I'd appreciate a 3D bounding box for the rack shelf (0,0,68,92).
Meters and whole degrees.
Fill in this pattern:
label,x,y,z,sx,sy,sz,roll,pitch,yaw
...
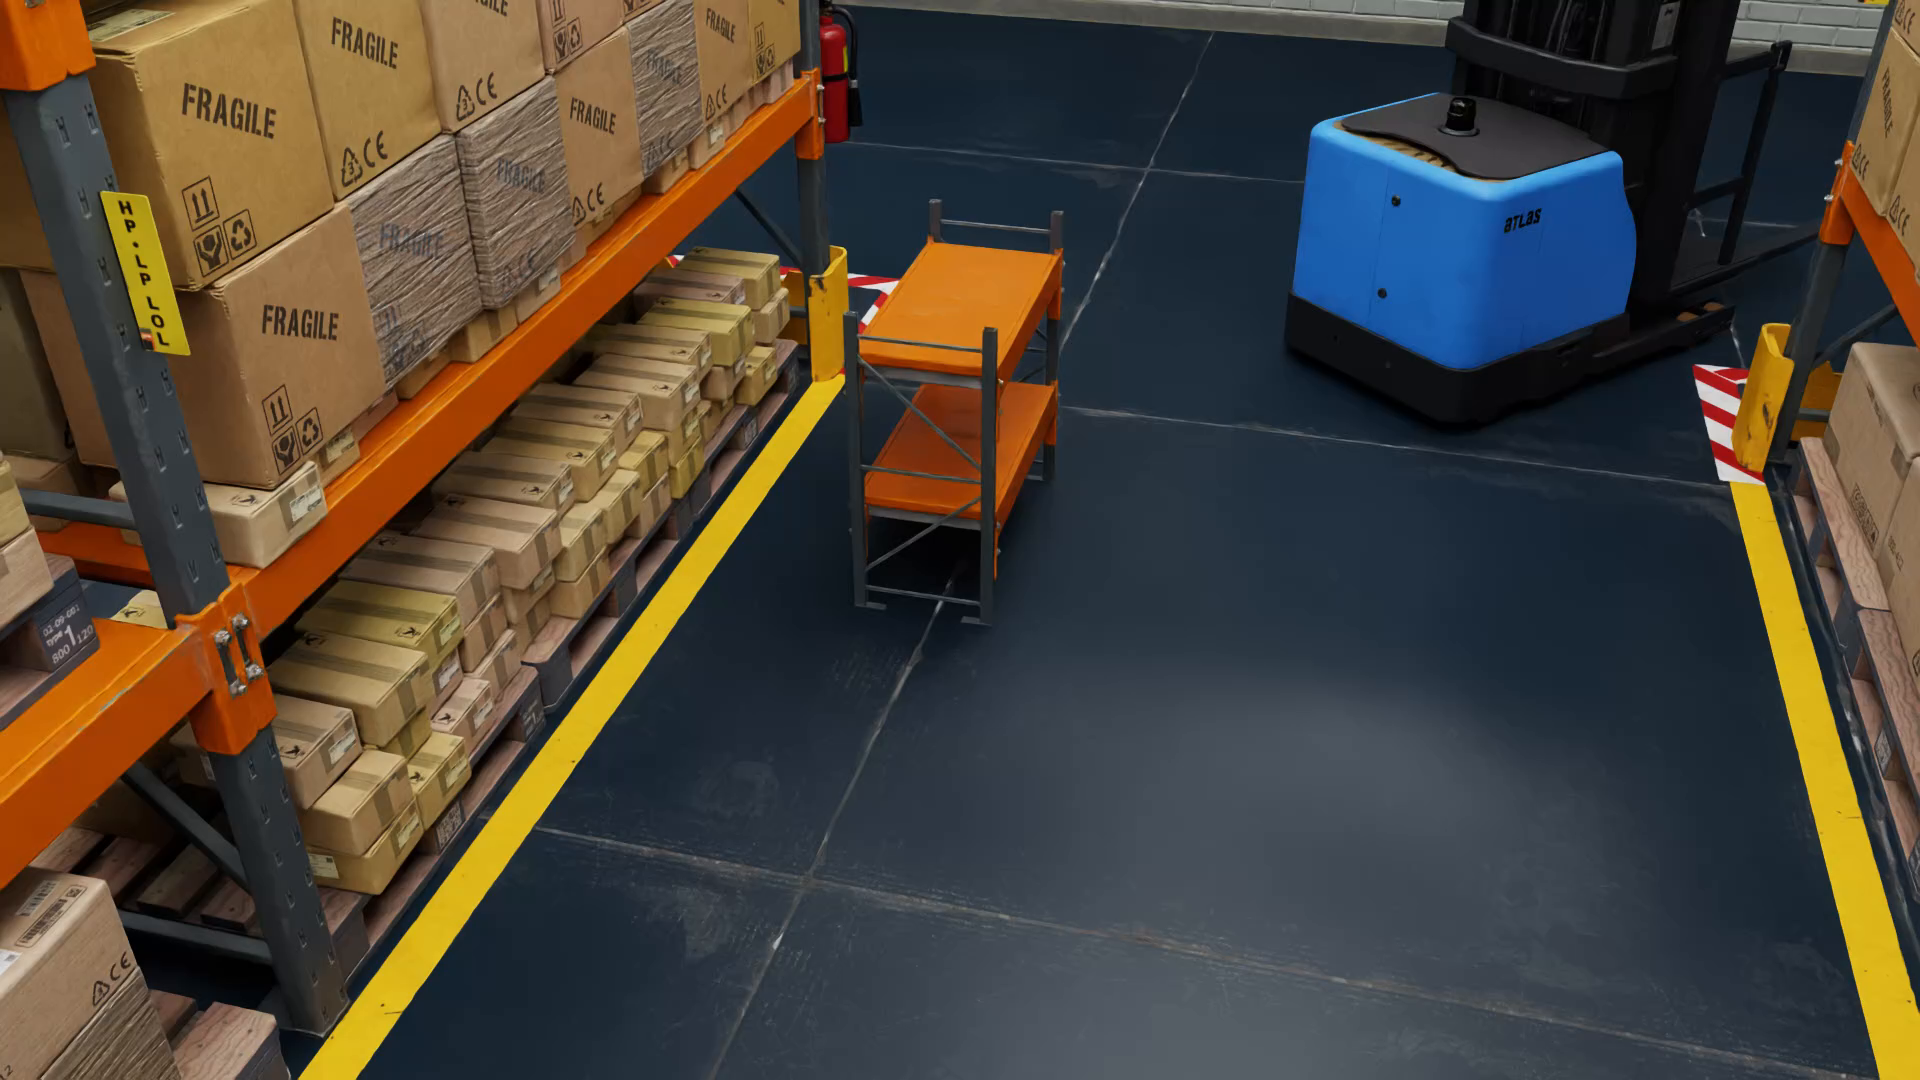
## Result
label,x,y,z,sx,sy,sz,roll,pitch,yaw
rack shelf,-2.596,-0.014,1.350,1.077,0.370,4.000,8,33,12

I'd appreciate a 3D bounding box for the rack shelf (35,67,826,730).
label,x,y,z,sx,sy,sz,roll,pitch,yaw
rack shelf,-1.580,-0.824,5.420,1.077,0.370,4.000,8,33,12

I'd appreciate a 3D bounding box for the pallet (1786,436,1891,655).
label,x,y,z,sx,sy,sz,roll,pitch,yaw
pallet,3.613,0.059,5.961,1.003,0.211,1.213,8,33,12

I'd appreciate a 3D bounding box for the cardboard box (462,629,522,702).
label,x,y,z,sx,sy,sz,roll,pitch,yaw
cardboard box,-1.588,0.379,5.124,0.380,0.149,0.250,7,33,11

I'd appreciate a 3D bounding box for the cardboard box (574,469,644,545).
label,x,y,z,sx,sy,sz,roll,pitch,yaw
cardboard box,-1.306,-0.135,5.654,0.380,0.149,0.250,8,33,13

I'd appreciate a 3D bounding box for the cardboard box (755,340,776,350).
label,x,y,z,sx,sy,sz,roll,pitch,yaw
cardboard box,-1.005,-0.838,7.038,0.380,0.149,0.250,9,33,13

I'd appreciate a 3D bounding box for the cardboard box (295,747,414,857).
label,x,y,z,sx,sy,sz,roll,pitch,yaw
cardboard box,-1.686,0.666,4.395,0.380,0.149,0.250,10,34,15

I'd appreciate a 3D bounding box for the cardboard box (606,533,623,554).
label,x,y,z,sx,sy,sz,roll,pitch,yaw
cardboard box,-1.402,-0.034,5.774,0.380,0.149,0.250,9,34,14

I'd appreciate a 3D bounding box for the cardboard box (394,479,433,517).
label,x,y,z,sx,sy,sz,roll,pitch,yaw
cardboard box,-1.990,-0.222,5.514,0.380,0.149,0.250,7,33,11

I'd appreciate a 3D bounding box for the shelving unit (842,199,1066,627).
label,x,y,z,sx,sy,sz,roll,pitch,yaw
shelving unit,0.002,-0.478,5.954,0.538,1.125,1.048,8,33,12

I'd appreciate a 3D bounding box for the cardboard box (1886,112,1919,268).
label,x,y,z,sx,sy,sz,roll,pitch,yaw
cardboard box,3.240,-1.110,5.106,0.500,0.500,0.500,8,33,12

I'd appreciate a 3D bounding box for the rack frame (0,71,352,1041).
label,x,y,z,sx,sy,sz,roll,pitch,yaw
rack frame,-2.088,-0.089,3.595,1.000,3.000,0.127,8,33,12

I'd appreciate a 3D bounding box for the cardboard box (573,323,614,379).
label,x,y,z,sx,sy,sz,roll,pitch,yaw
cardboard box,-1.555,-0.754,6.629,0.380,0.149,0.250,8,33,13

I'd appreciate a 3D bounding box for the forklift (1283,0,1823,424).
label,x,y,z,sx,sy,sz,roll,pitch,yaw
forklift,2.974,-2.327,7.178,3.031,2.935,1.130,-20,38,-28

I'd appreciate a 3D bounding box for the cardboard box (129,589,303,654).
label,x,y,z,sx,sy,sz,roll,pitch,yaw
cardboard box,-2.167,0.197,4.855,0.380,0.149,0.250,8,33,12

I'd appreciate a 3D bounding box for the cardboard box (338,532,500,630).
label,x,y,z,sx,sy,sz,roll,pitch,yaw
cardboard box,-1.612,0.124,4.971,0.380,0.149,0.250,7,33,11

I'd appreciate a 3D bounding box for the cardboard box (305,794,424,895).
label,x,y,z,sx,sy,sz,roll,pitch,yaw
cardboard box,-1.685,0.791,4.475,0.380,0.149,0.250,7,33,10

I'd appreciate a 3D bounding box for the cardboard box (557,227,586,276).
label,x,y,z,sx,sy,sz,roll,pitch,yaw
cardboard box,-1.389,-0.921,5.137,0.380,0.149,0.250,9,34,14

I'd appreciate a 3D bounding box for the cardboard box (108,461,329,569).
label,x,y,z,sx,sy,sz,roll,pitch,yaw
cardboard box,-1.700,-0.086,3.823,0.380,0.149,0.250,9,34,14

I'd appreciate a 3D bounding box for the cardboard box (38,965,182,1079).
label,x,y,z,sx,sy,sz,roll,pitch,yaw
cardboard box,-2.032,1.207,3.495,0.500,0.500,0.500,7,33,11

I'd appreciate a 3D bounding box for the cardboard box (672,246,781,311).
label,x,y,z,sx,sy,sz,roll,pitch,yaw
cardboard box,-0.962,-1.081,6.866,0.380,0.149,0.250,8,33,13

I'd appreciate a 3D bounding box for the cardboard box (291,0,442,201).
label,x,y,z,sx,sy,sz,roll,pitch,yaw
cardboard box,-1.621,-1.151,3.962,0.500,0.500,0.500,7,33,11

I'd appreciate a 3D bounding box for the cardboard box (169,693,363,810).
label,x,y,z,sx,sy,sz,roll,pitch,yaw
cardboard box,-1.800,0.535,4.324,0.380,0.149,0.250,9,34,14

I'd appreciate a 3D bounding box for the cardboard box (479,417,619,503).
label,x,y,z,sx,sy,sz,roll,pitch,yaw
cardboard box,-1.379,-0.273,5.594,0.380,0.149,0.250,8,33,13

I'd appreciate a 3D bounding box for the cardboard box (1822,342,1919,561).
label,x,y,z,sx,sy,sz,roll,pitch,yaw
cardboard box,3.670,-0.284,5.897,0.875,0.438,0.875,7,33,11

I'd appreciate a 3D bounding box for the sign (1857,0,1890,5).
label,x,y,z,sx,sy,sz,roll,pitch,yaw
sign,3.205,-2.021,5.753,0.100,0.325,0.005,8,33,12

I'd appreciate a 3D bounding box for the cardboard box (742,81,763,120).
label,x,y,z,sx,sy,sz,roll,pitch,yaw
cardboard box,-0.982,-1.728,6.406,0.380,0.149,0.250,8,33,12

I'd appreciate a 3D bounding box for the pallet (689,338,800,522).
label,x,y,z,sx,sy,sz,roll,pitch,yaw
pallet,-1.333,-0.532,6.890,1.003,0.211,1.213,8,33,12

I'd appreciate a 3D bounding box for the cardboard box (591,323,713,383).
label,x,y,z,sx,sy,sz,roll,pitch,yaw
cardboard box,-1.151,-0.681,6.237,0.380,0.149,0.250,7,33,10

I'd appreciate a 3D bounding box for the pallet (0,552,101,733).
label,x,y,z,sx,sy,sz,roll,pitch,yaw
pallet,-2.423,0.368,3.054,1.003,0.211,1.213,8,33,12

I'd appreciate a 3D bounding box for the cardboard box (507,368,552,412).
label,x,y,z,sx,sy,sz,roll,pitch,yaw
cardboard box,-1.738,-0.609,6.124,0.380,0.149,0.250,9,34,14

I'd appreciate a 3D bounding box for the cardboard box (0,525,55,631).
label,x,y,z,sx,sy,sz,roll,pitch,yaw
cardboard box,-1.997,0.072,3.183,0.380,0.149,0.250,7,33,11

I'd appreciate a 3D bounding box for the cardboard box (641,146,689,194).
label,x,y,z,sx,sy,sz,roll,pitch,yaw
cardboard box,-1.168,-1.327,5.776,0.380,0.149,0.250,7,33,10

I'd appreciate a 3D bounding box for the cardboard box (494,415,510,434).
label,x,y,z,sx,sy,sz,roll,pitch,yaw
cardboard box,-1.729,-0.339,5.976,0.380,0.149,0.250,10,34,15

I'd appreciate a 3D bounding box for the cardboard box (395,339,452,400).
label,x,y,z,sx,sy,sz,roll,pitch,yaw
cardboard box,-1.614,-0.516,4.499,0.380,0.149,0.250,7,33,10

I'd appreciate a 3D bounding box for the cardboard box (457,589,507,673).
label,x,y,z,sx,sy,sz,roll,pitch,yaw
cardboard box,-1.611,0.252,5.047,0.380,0.149,0.250,6,33,10

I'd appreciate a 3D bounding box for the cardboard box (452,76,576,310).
label,x,y,z,sx,sy,sz,roll,pitch,yaw
cardboard box,-1.437,-0.994,4.647,0.500,0.500,0.500,7,33,11

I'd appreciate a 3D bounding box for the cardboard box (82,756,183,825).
label,x,y,z,sx,sy,sz,roll,pitch,yaw
cardboard box,-2.316,0.604,4.492,0.380,0.149,0.250,9,33,13

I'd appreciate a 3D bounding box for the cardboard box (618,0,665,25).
label,x,y,z,sx,sy,sz,roll,pitch,yaw
cardboard box,-1.200,-1.950,5.218,0.500,0.500,0.500,10,34,15

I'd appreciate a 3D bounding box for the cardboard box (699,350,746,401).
label,x,y,z,sx,sy,sz,roll,pitch,yaw
cardboard box,-1.061,-0.682,6.516,0.380,0.149,0.250,7,33,10

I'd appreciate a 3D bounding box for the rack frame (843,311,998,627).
label,x,y,z,sx,sy,sz,roll,pitch,yaw
rack frame,-0.127,-0.214,5.539,0.500,1.125,0.032,8,33,12

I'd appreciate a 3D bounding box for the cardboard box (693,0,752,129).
label,x,y,z,sx,sy,sz,roll,pitch,yaw
cardboard box,-1.074,-1.798,5.912,0.500,0.500,0.500,7,33,12

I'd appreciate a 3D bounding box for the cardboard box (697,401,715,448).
label,x,y,z,sx,sy,sz,roll,pitch,yaw
cardboard box,-1.172,-0.435,6.405,0.380,0.149,0.250,8,33,13

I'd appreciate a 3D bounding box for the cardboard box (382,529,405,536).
label,x,y,z,sx,sy,sz,roll,pitch,yaw
cardboard box,-2.004,0.069,5.334,0.380,0.149,0.250,9,33,14
